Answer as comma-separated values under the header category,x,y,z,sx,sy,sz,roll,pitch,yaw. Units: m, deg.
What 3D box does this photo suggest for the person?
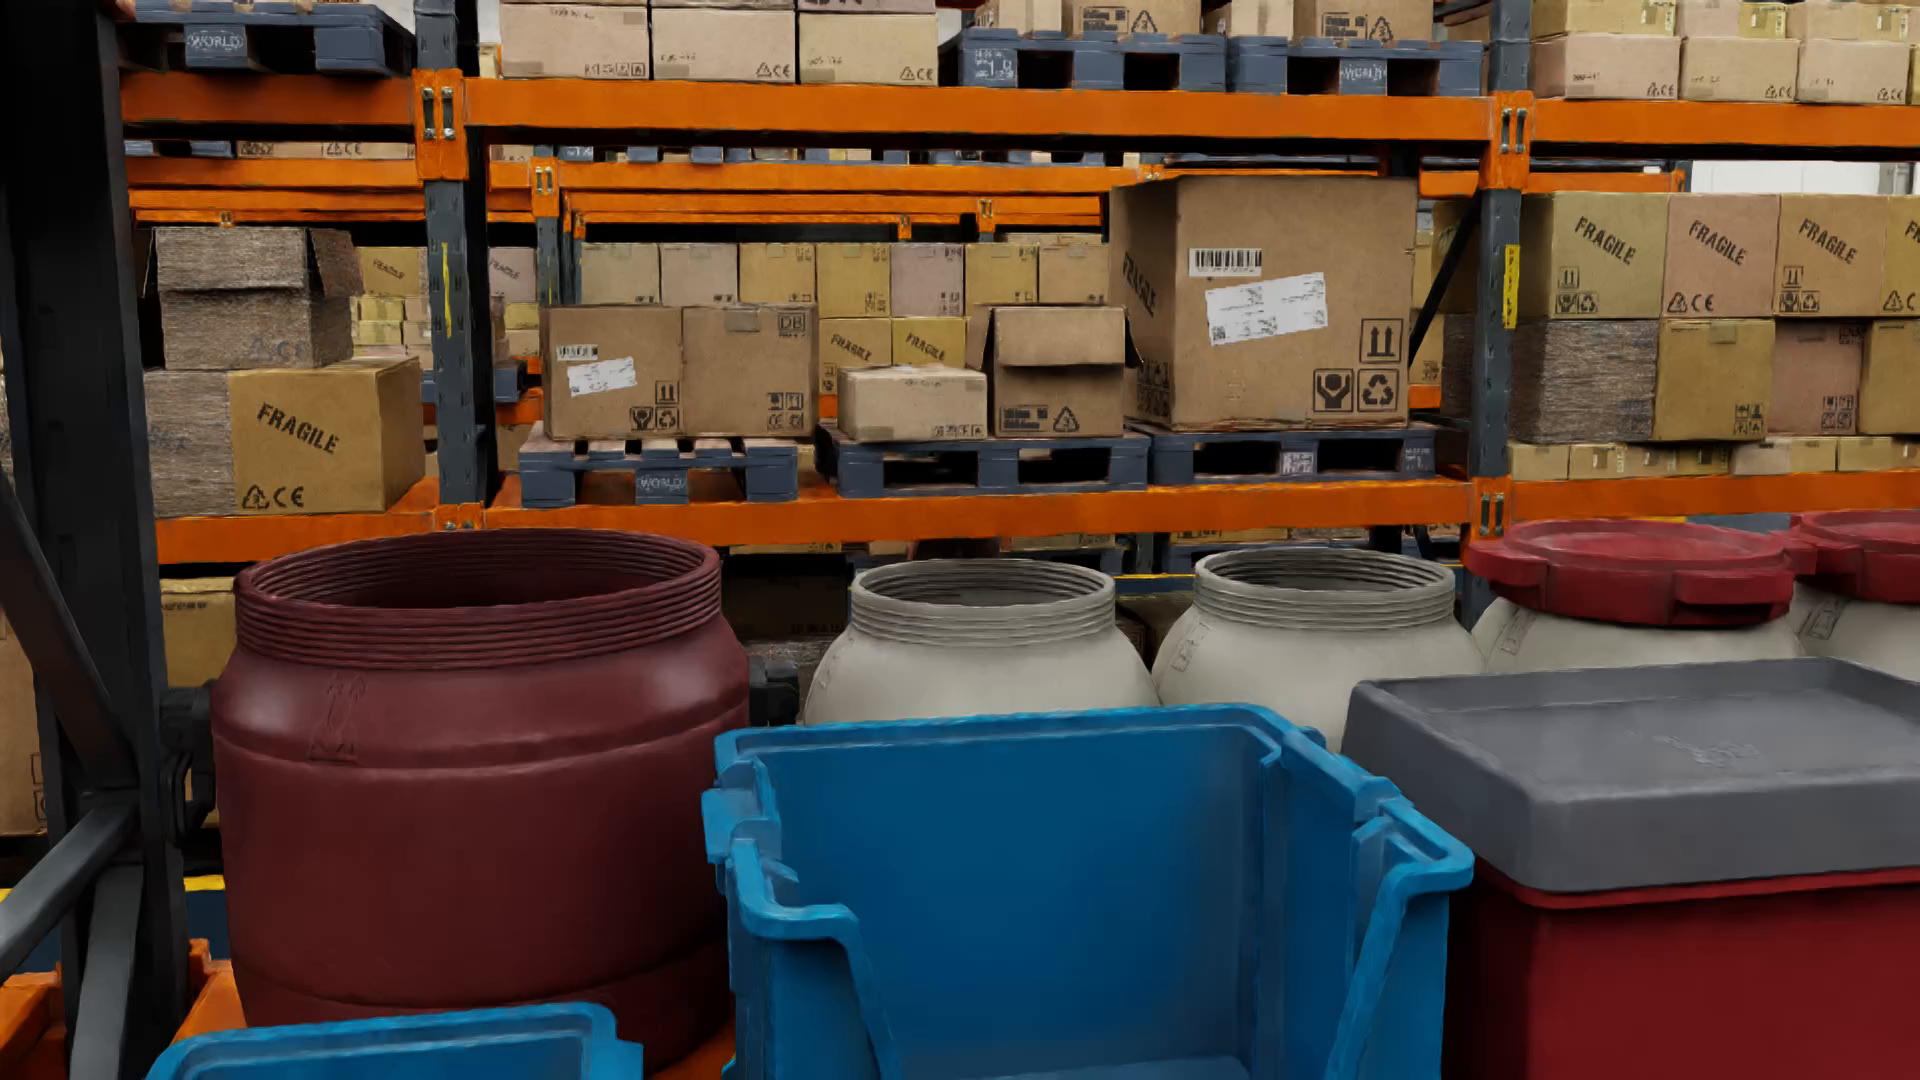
category,x,y,z,sx,sy,sz,roll,pitch,yaw
person,0.005,-0.051,8.343,0.673,1.689,0.502,-3,10,-18
